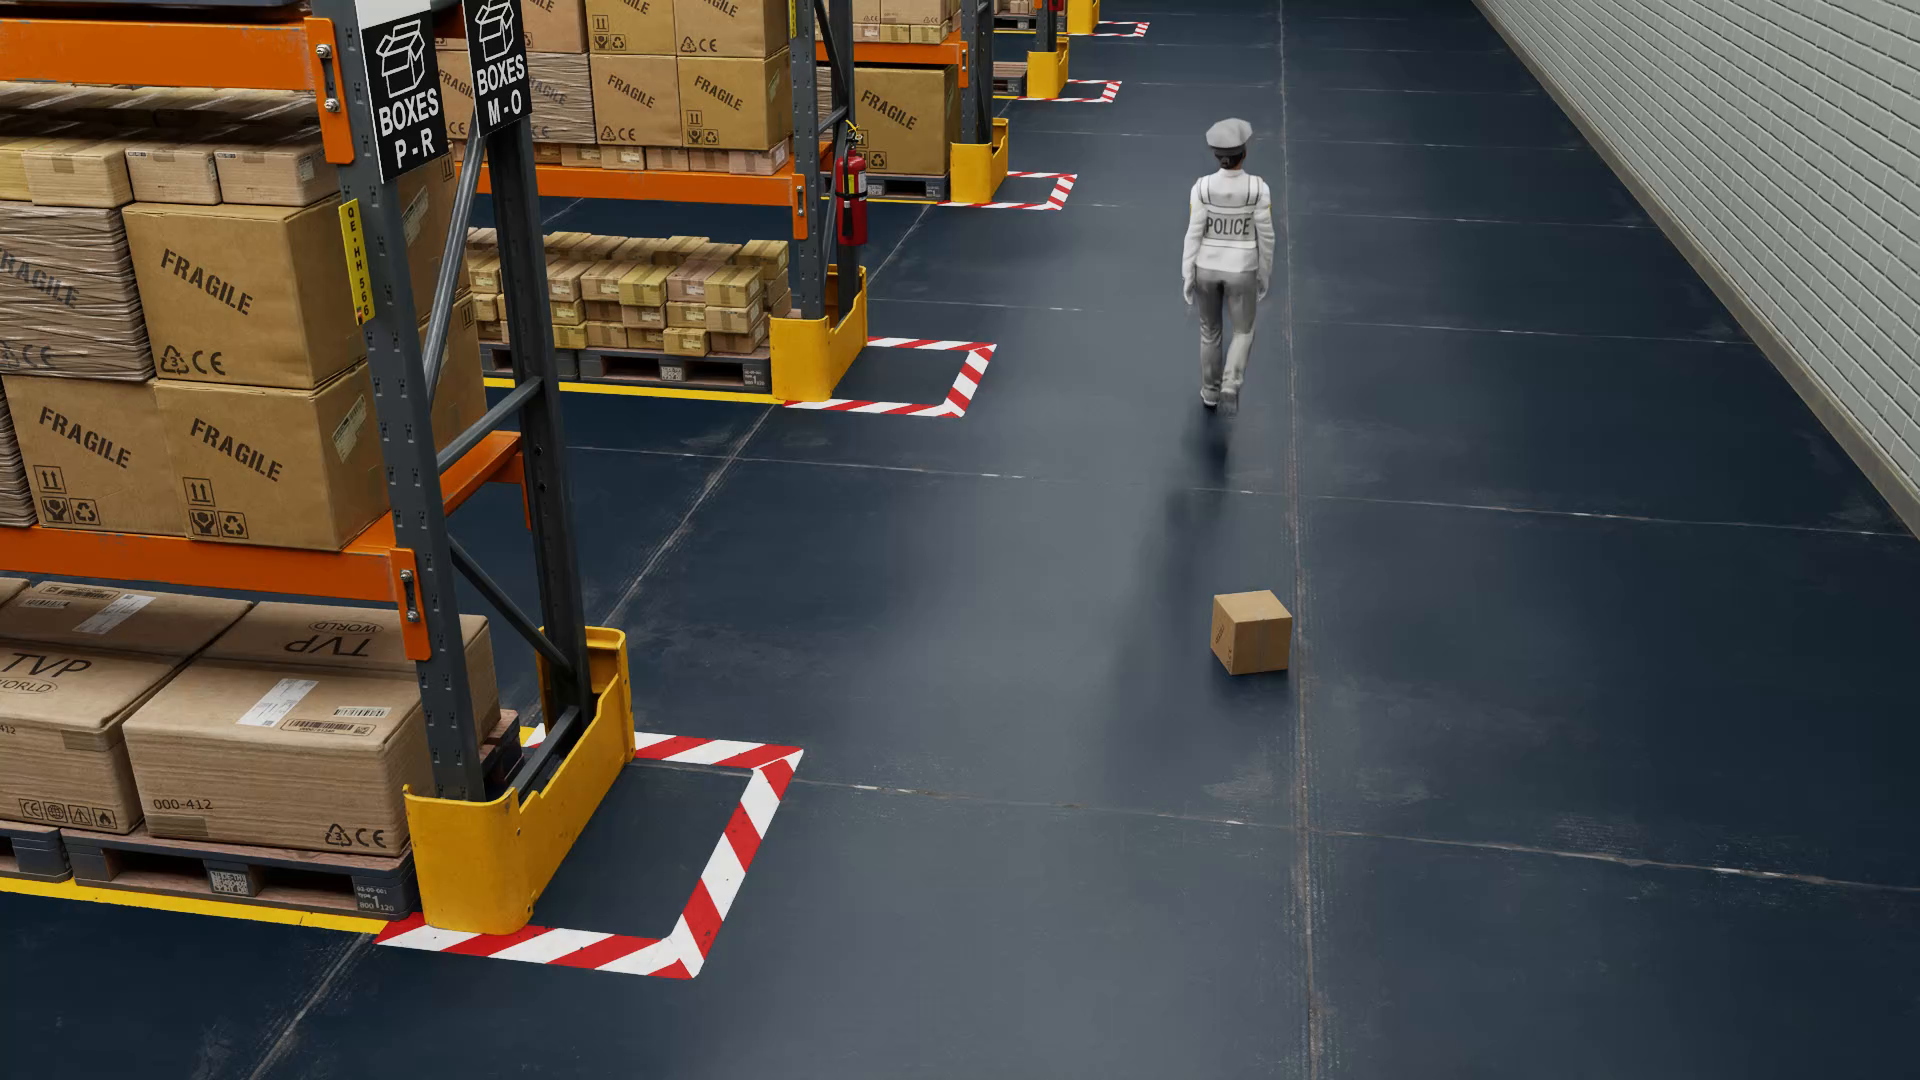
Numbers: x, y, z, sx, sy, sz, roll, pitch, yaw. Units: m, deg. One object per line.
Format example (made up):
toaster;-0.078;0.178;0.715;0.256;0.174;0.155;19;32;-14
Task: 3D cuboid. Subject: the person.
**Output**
person;1.479;-1.480;9.208;0.493;1.663;0.762;5;26;11
